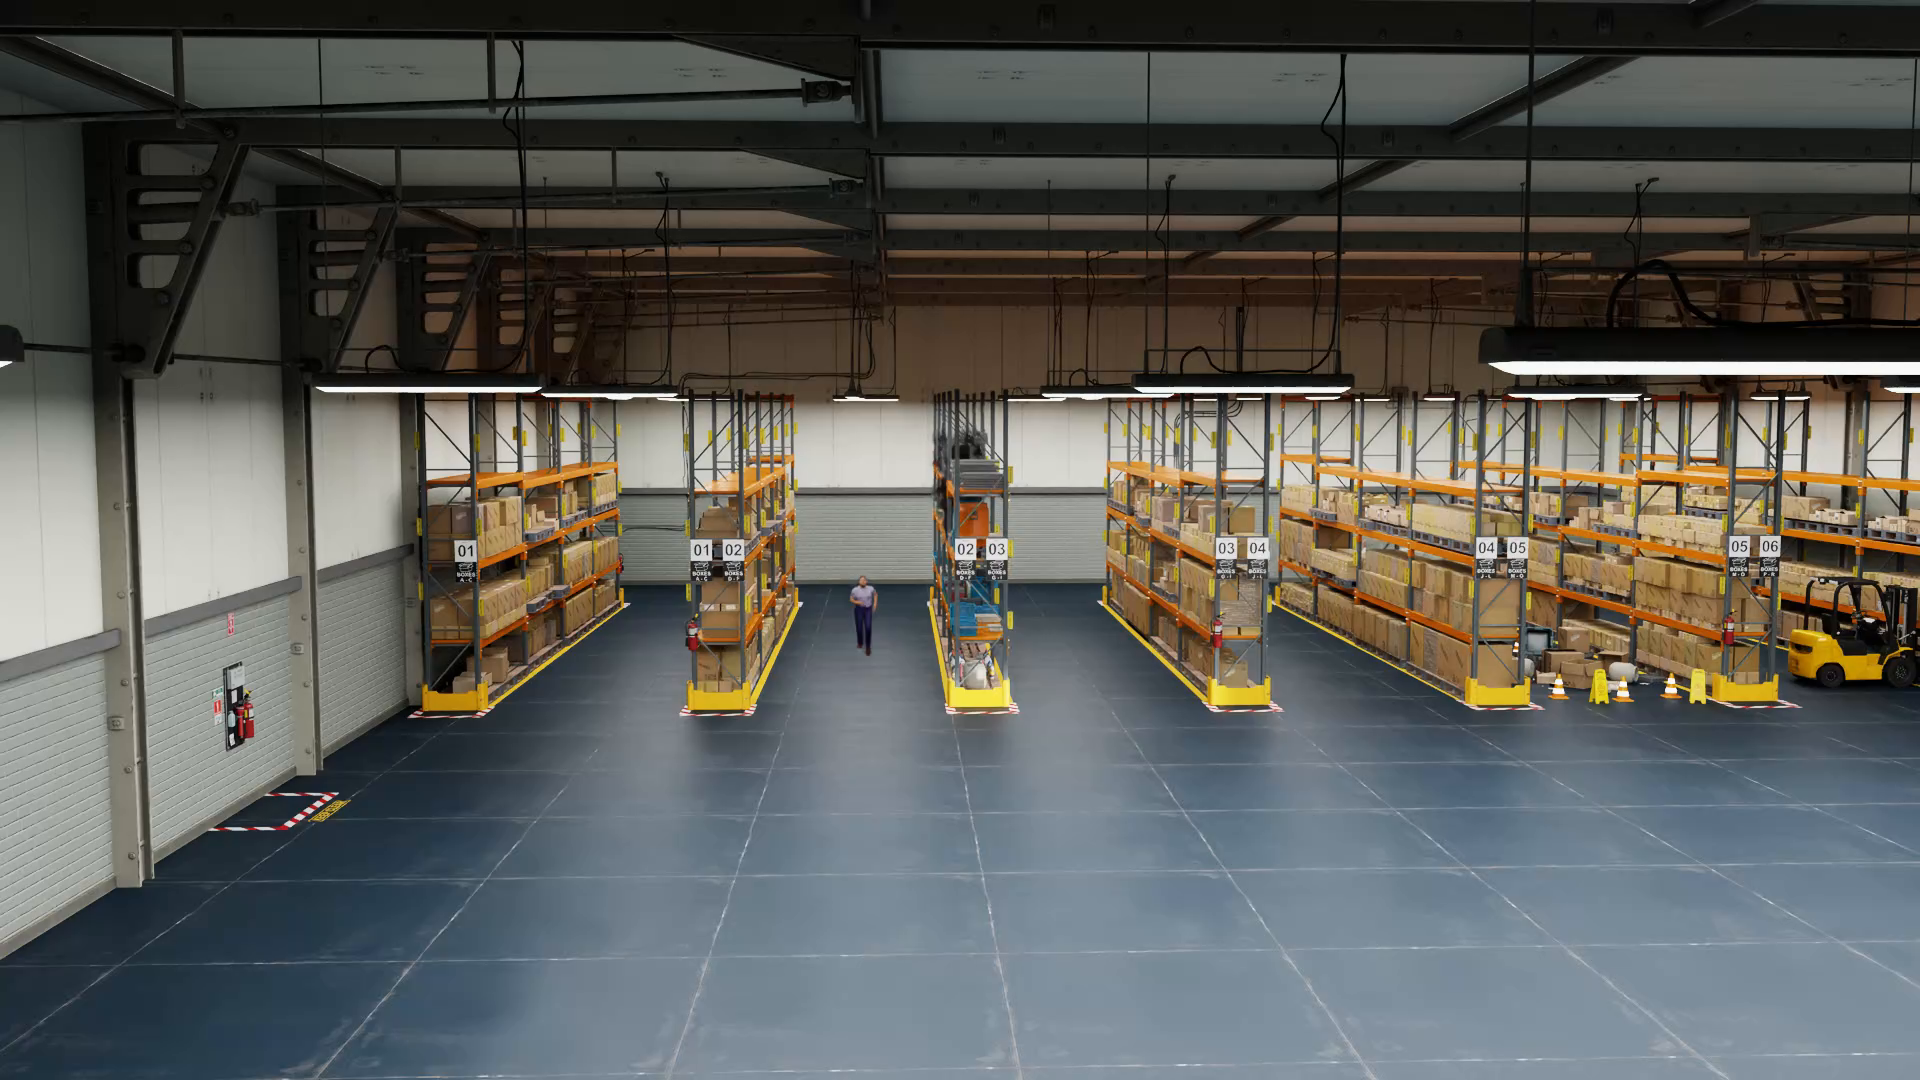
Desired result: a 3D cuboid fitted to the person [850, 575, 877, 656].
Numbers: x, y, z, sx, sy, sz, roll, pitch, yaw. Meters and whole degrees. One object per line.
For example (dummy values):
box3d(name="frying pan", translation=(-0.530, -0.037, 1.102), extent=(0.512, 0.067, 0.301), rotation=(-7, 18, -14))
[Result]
box3d(name="person", translation=(-2.120, 1.665, 36.685), extent=(0.613, 1.773, 0.692), rotation=(-1, 5, -6))

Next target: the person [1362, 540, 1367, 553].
box3d(name="person", translation=(11.779, 0.855, 48.998), extent=(0.647, 1.730, 0.702), rotation=(-1, 5, -10))
